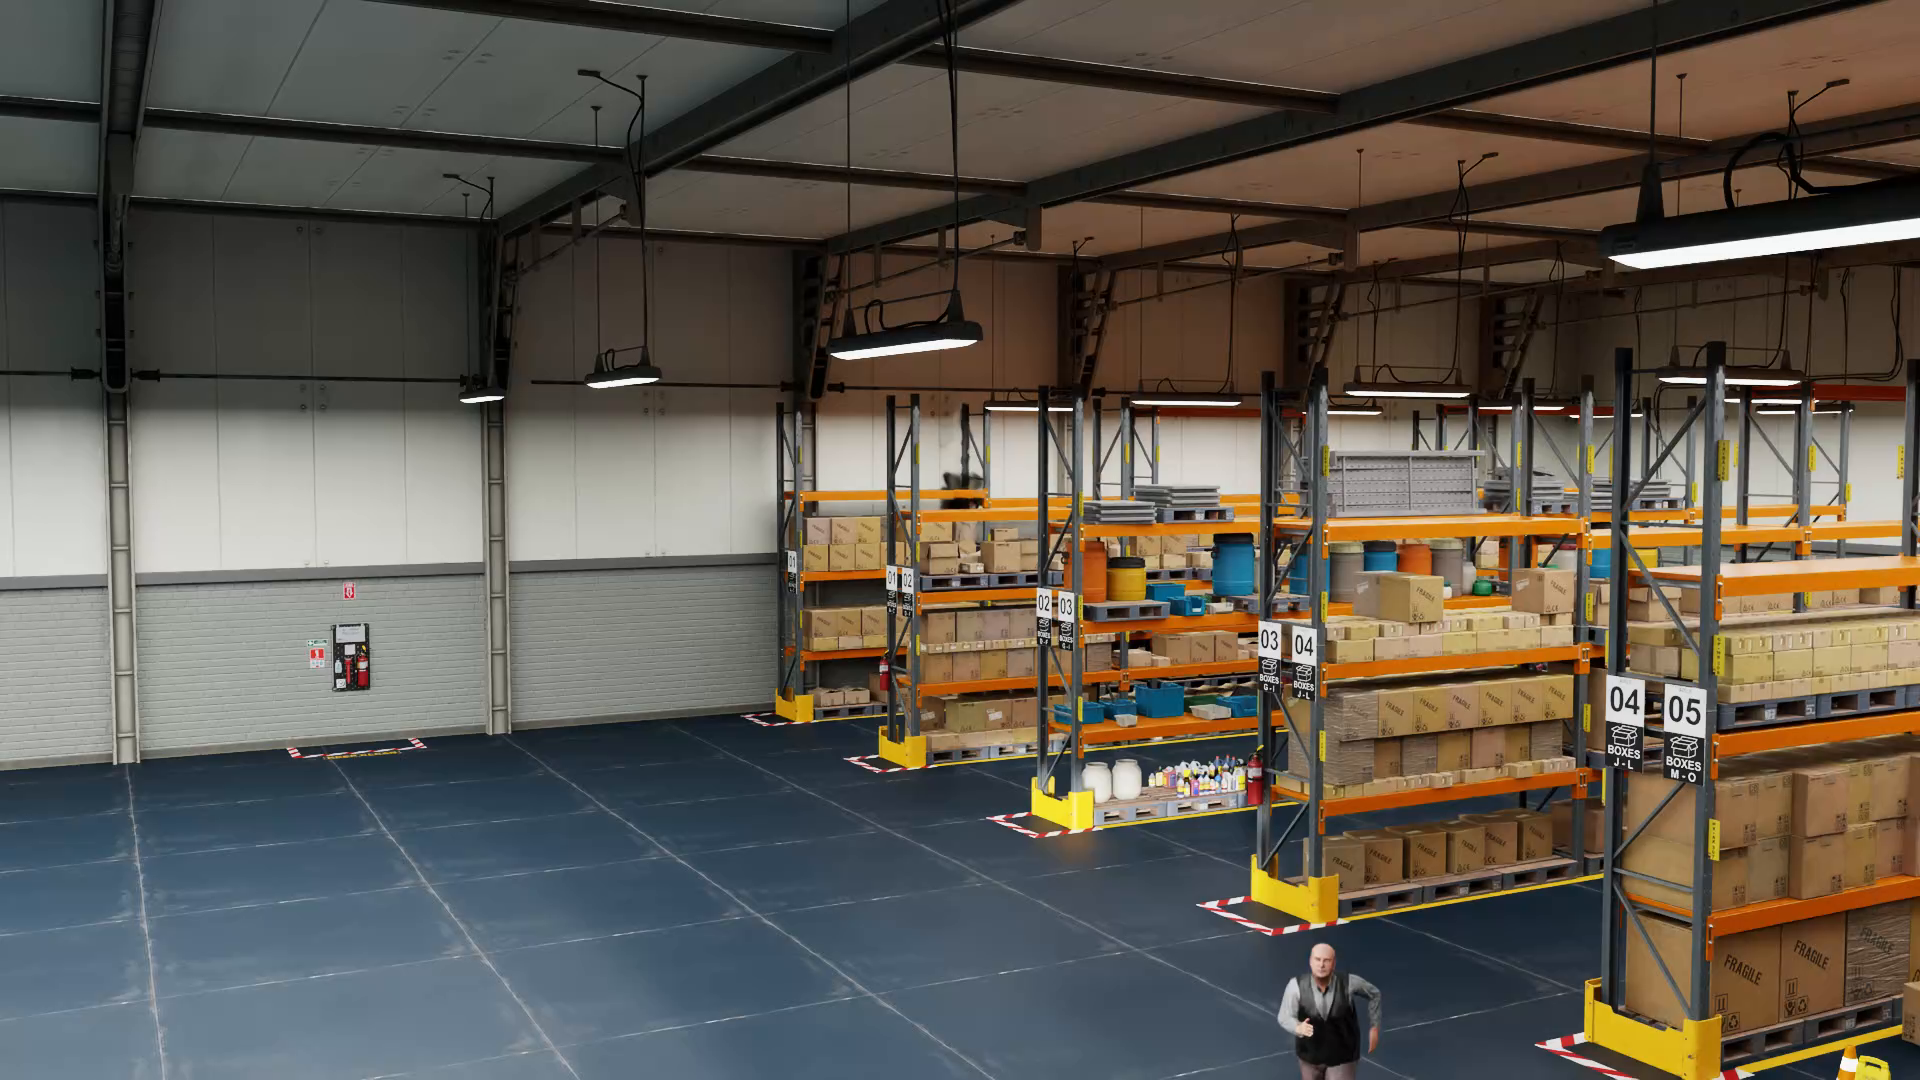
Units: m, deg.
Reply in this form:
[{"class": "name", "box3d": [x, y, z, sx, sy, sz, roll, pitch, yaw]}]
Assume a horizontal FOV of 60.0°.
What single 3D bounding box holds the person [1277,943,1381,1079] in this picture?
[{"class": "person", "box3d": [2.567, 3.651, 11.610, 0.680, 1.736, 0.826, 1, 3, 20]}]
